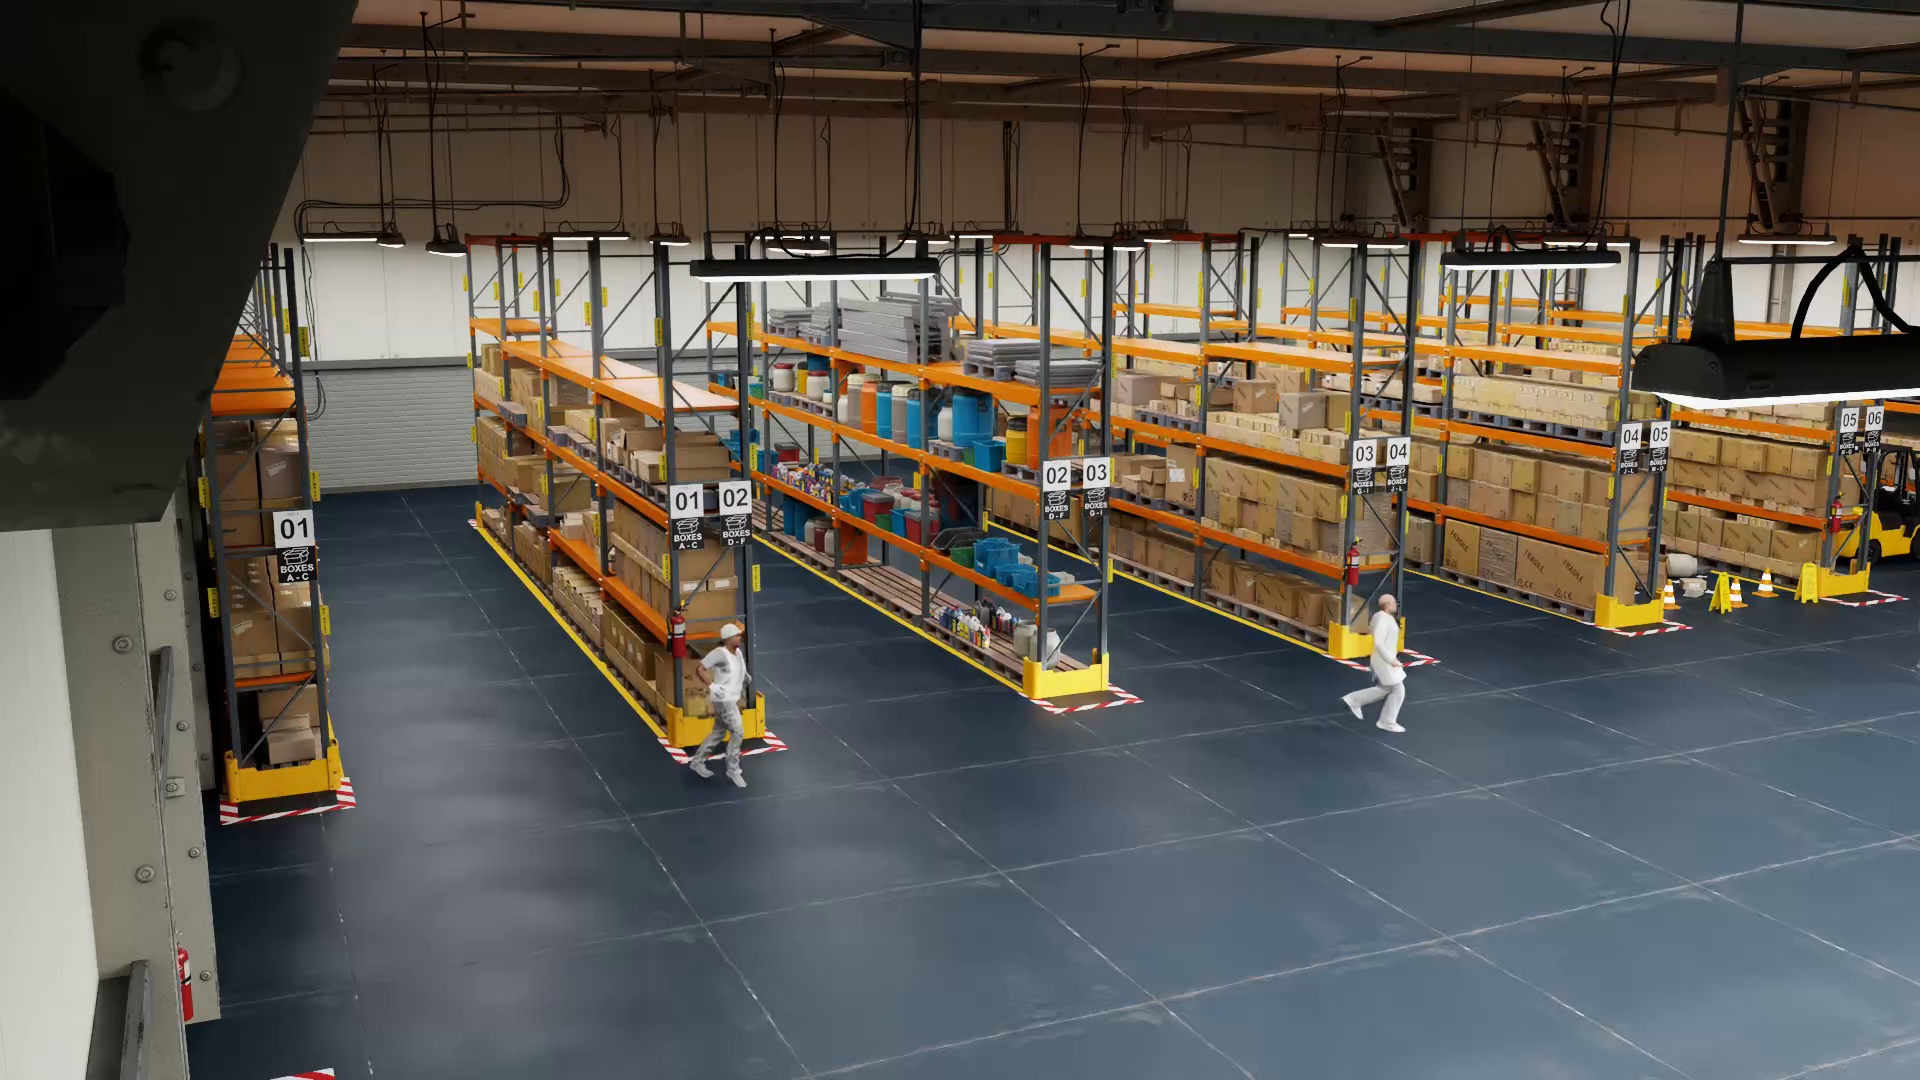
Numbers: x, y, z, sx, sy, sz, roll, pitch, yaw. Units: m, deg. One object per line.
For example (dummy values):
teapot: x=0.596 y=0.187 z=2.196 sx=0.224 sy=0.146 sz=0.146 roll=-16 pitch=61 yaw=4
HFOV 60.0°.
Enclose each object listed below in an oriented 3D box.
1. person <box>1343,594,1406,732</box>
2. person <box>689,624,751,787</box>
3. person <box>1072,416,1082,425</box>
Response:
person: x=5.204 y=1.540 z=20.746 sx=0.790 sy=1.771 sz=0.734 roll=1 pitch=11 yaw=6
person: x=-2.709 y=1.858 z=18.996 sx=0.704 sy=1.830 sz=0.699 roll=2 pitch=11 yaw=8
person: x=2.724 y=-2.377 z=41.132 sx=0.835 sy=1.619 sz=0.787 roll=7 pitch=13 yaw=33
